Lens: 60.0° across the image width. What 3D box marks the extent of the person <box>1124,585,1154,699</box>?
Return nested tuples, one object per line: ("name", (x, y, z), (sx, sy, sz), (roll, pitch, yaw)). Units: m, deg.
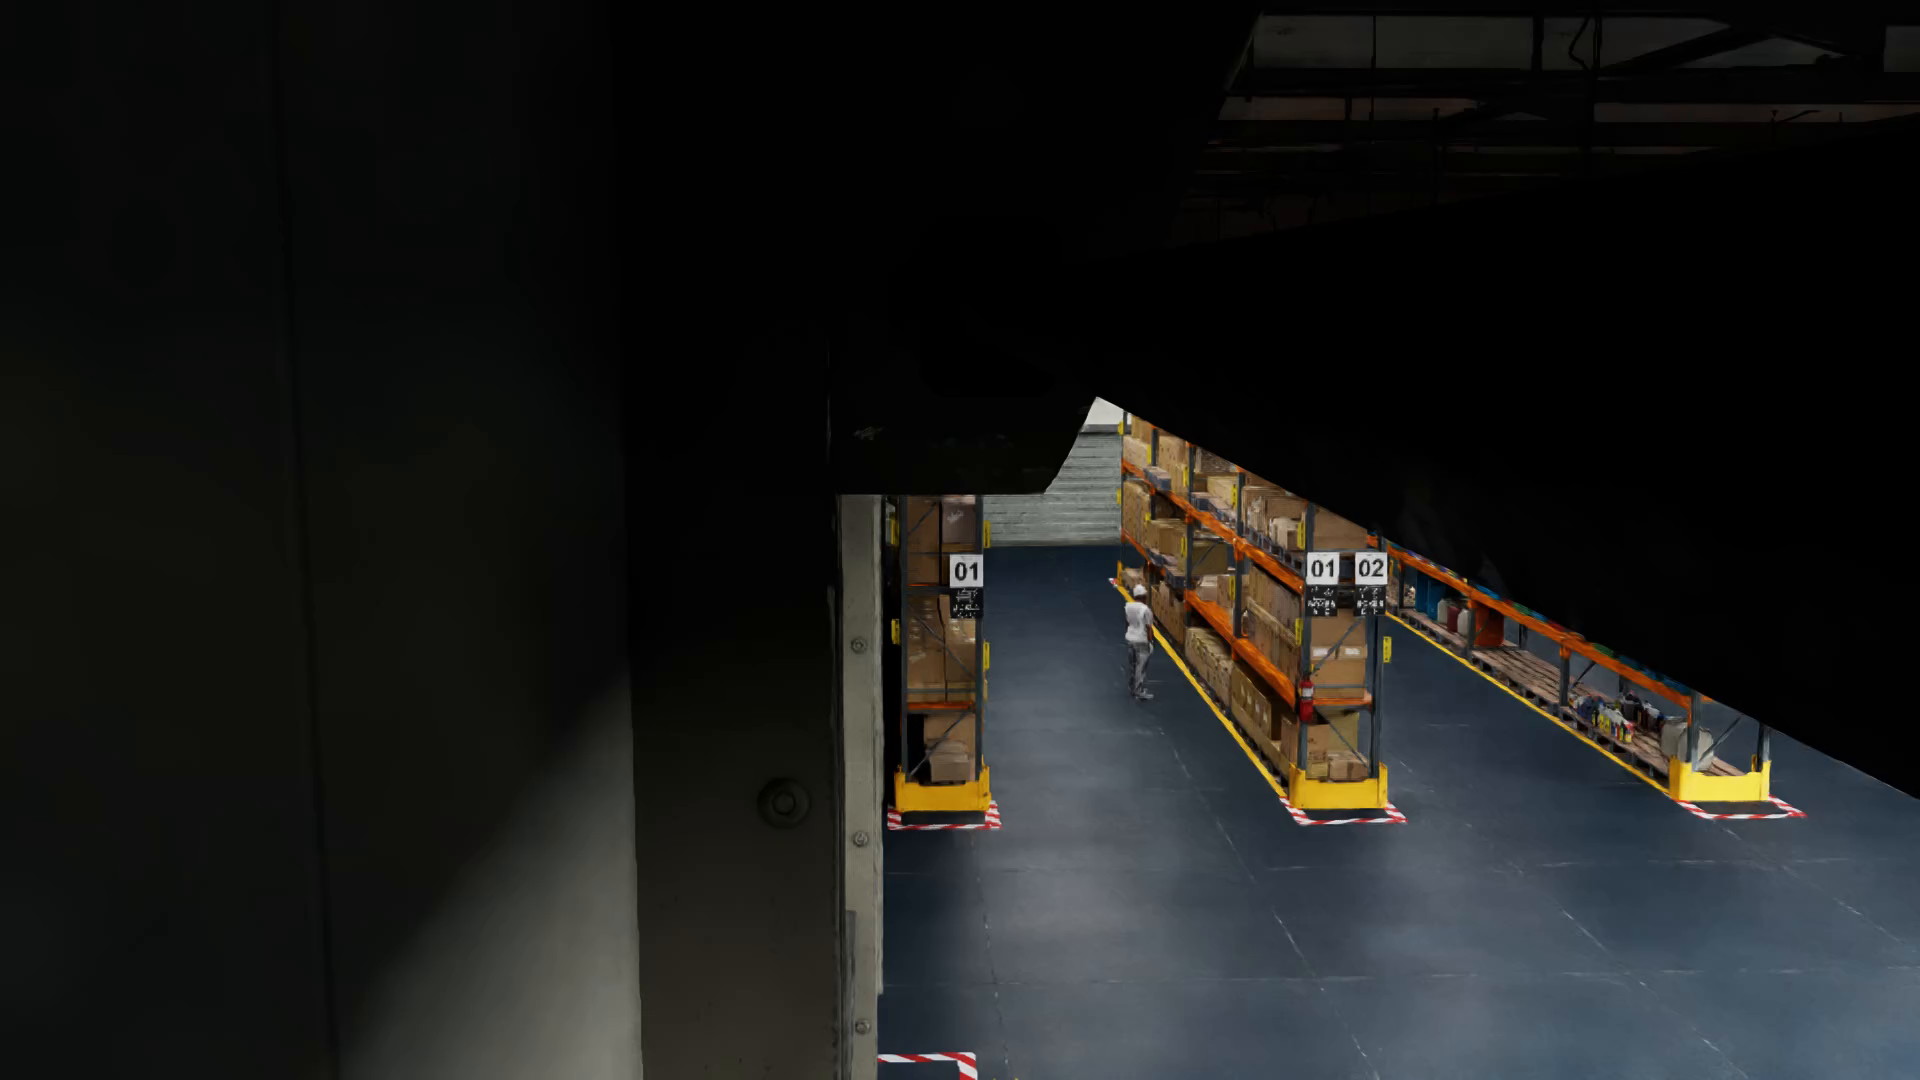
("person", (2.851, 1.584, 26.167), (0.456, 1.786, 0.620), (-6, 10, -33))
